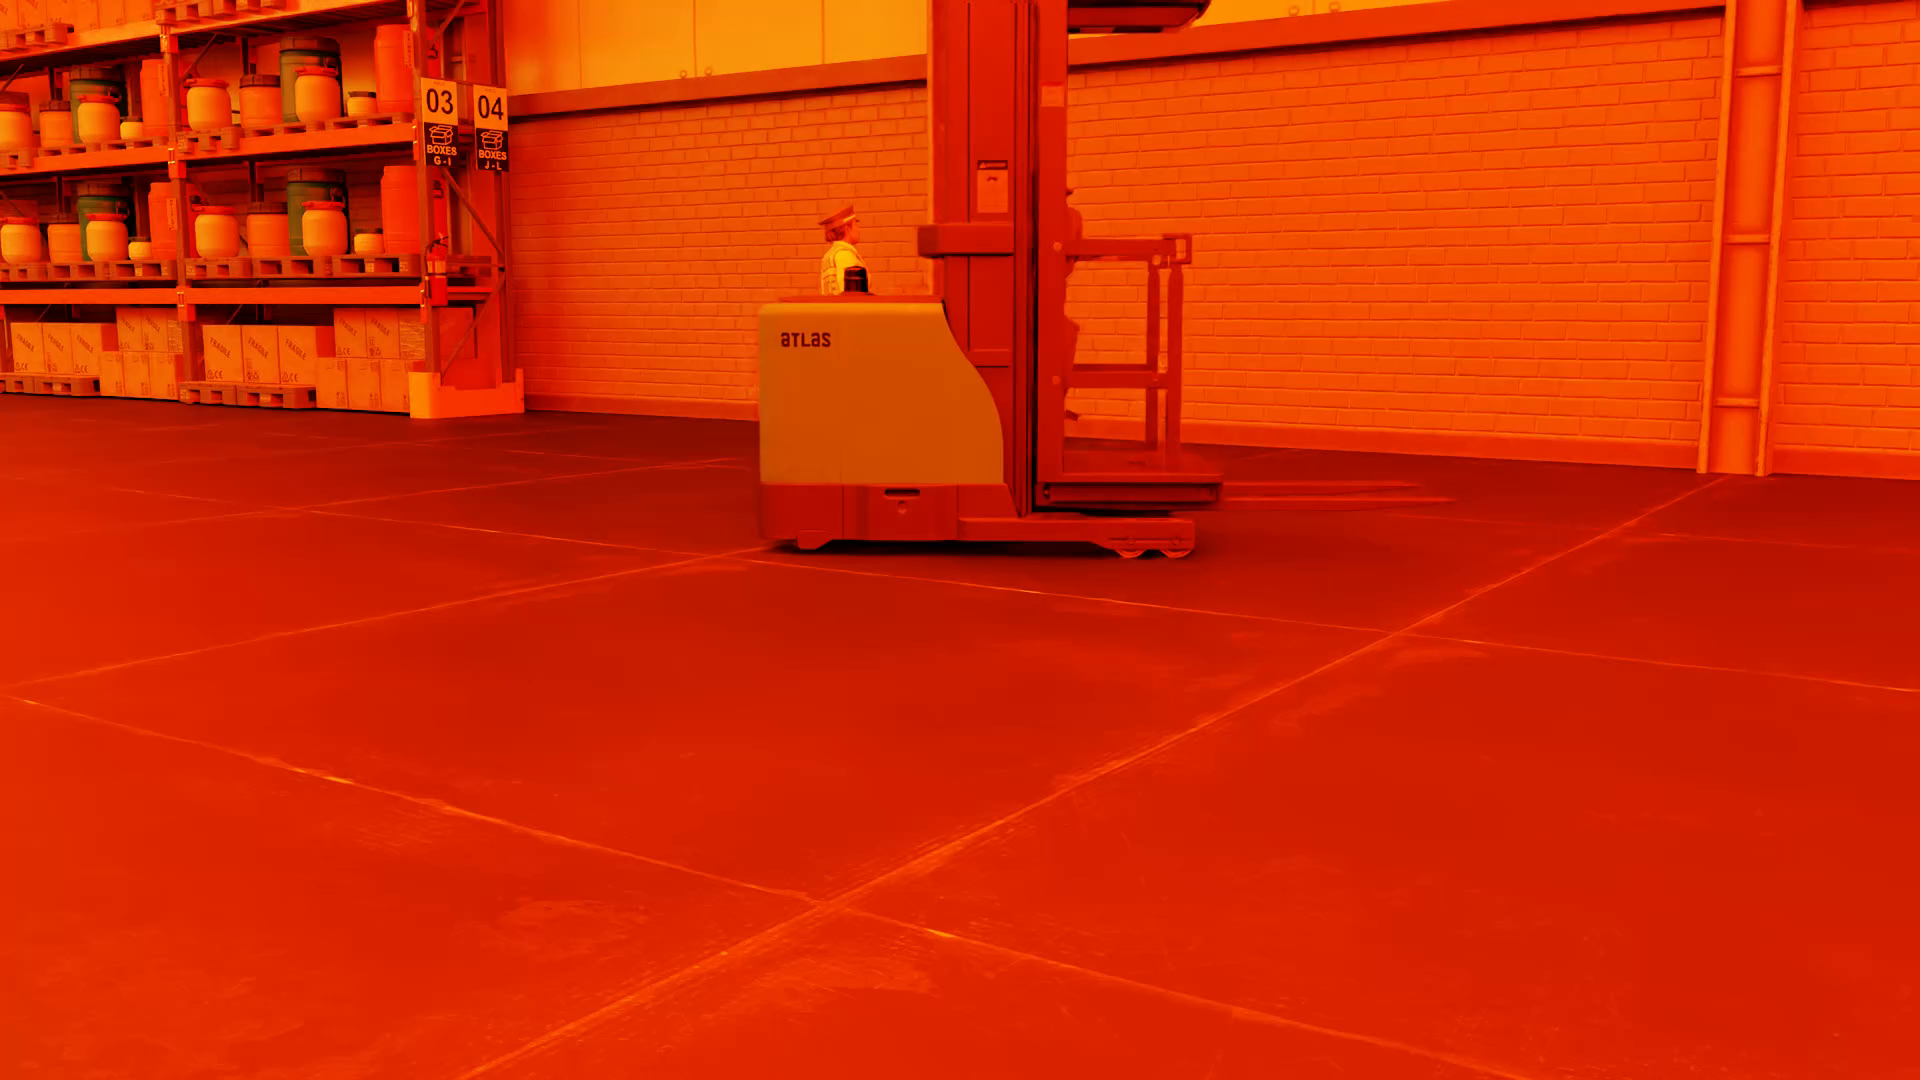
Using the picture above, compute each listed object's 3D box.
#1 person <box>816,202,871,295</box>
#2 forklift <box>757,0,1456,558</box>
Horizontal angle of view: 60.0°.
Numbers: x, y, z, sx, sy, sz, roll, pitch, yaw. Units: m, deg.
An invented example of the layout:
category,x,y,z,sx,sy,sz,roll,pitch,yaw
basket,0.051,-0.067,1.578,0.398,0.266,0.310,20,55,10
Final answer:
category,x,y,z,sx,sy,sz,roll,pitch,yaw
person,-0.626,-1.281,10.554,0.530,1.696,0.583,-3,9,-22
forklift,0.647,-1.451,7.395,3.031,2.935,1.130,0,8,1
